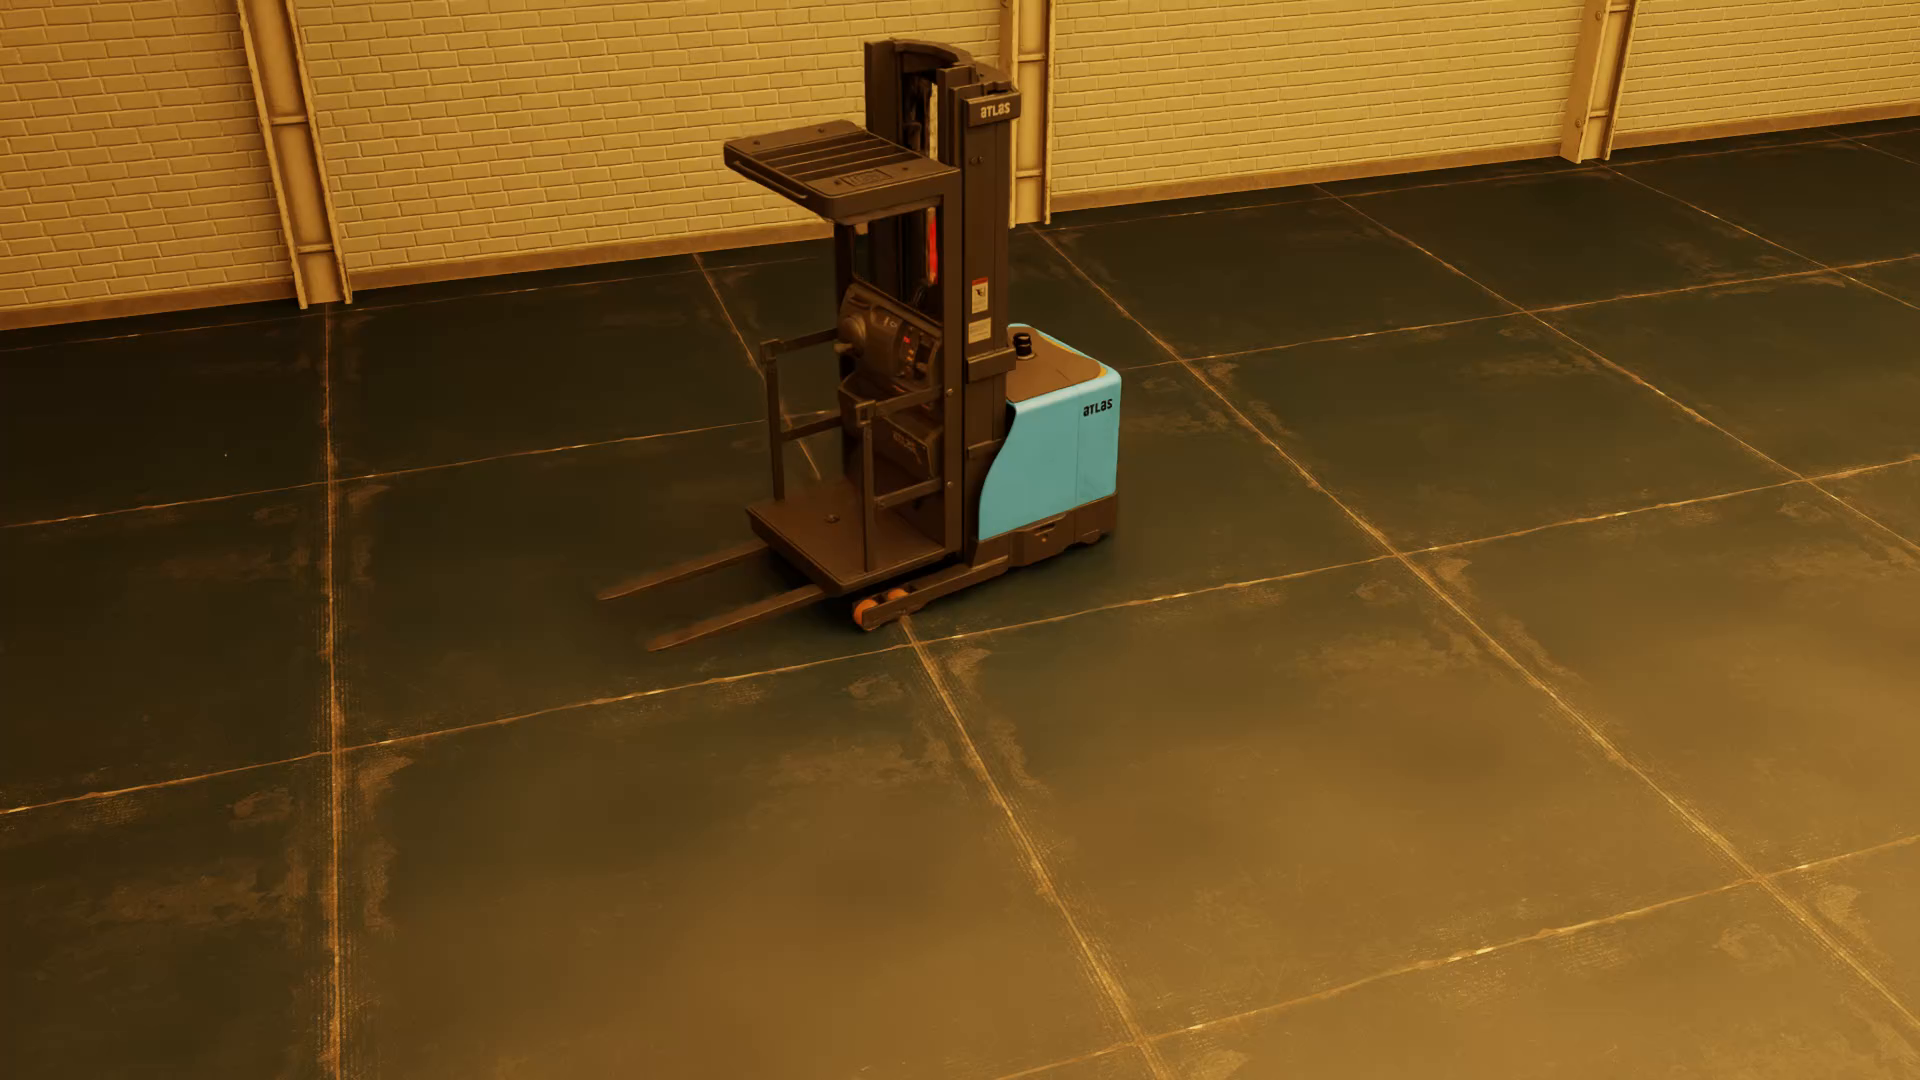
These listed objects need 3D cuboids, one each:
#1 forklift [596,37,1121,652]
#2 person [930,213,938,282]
[{"bbox_3d":[-0.556,-1.072,8.951,3.031,2.935,1.130,-19,35,-30],"label":"forklift"},{"bbox_3d":[-0.110,-1.557,11.059,0.416,1.702,0.876,3,30,5],"label":"person"}]
